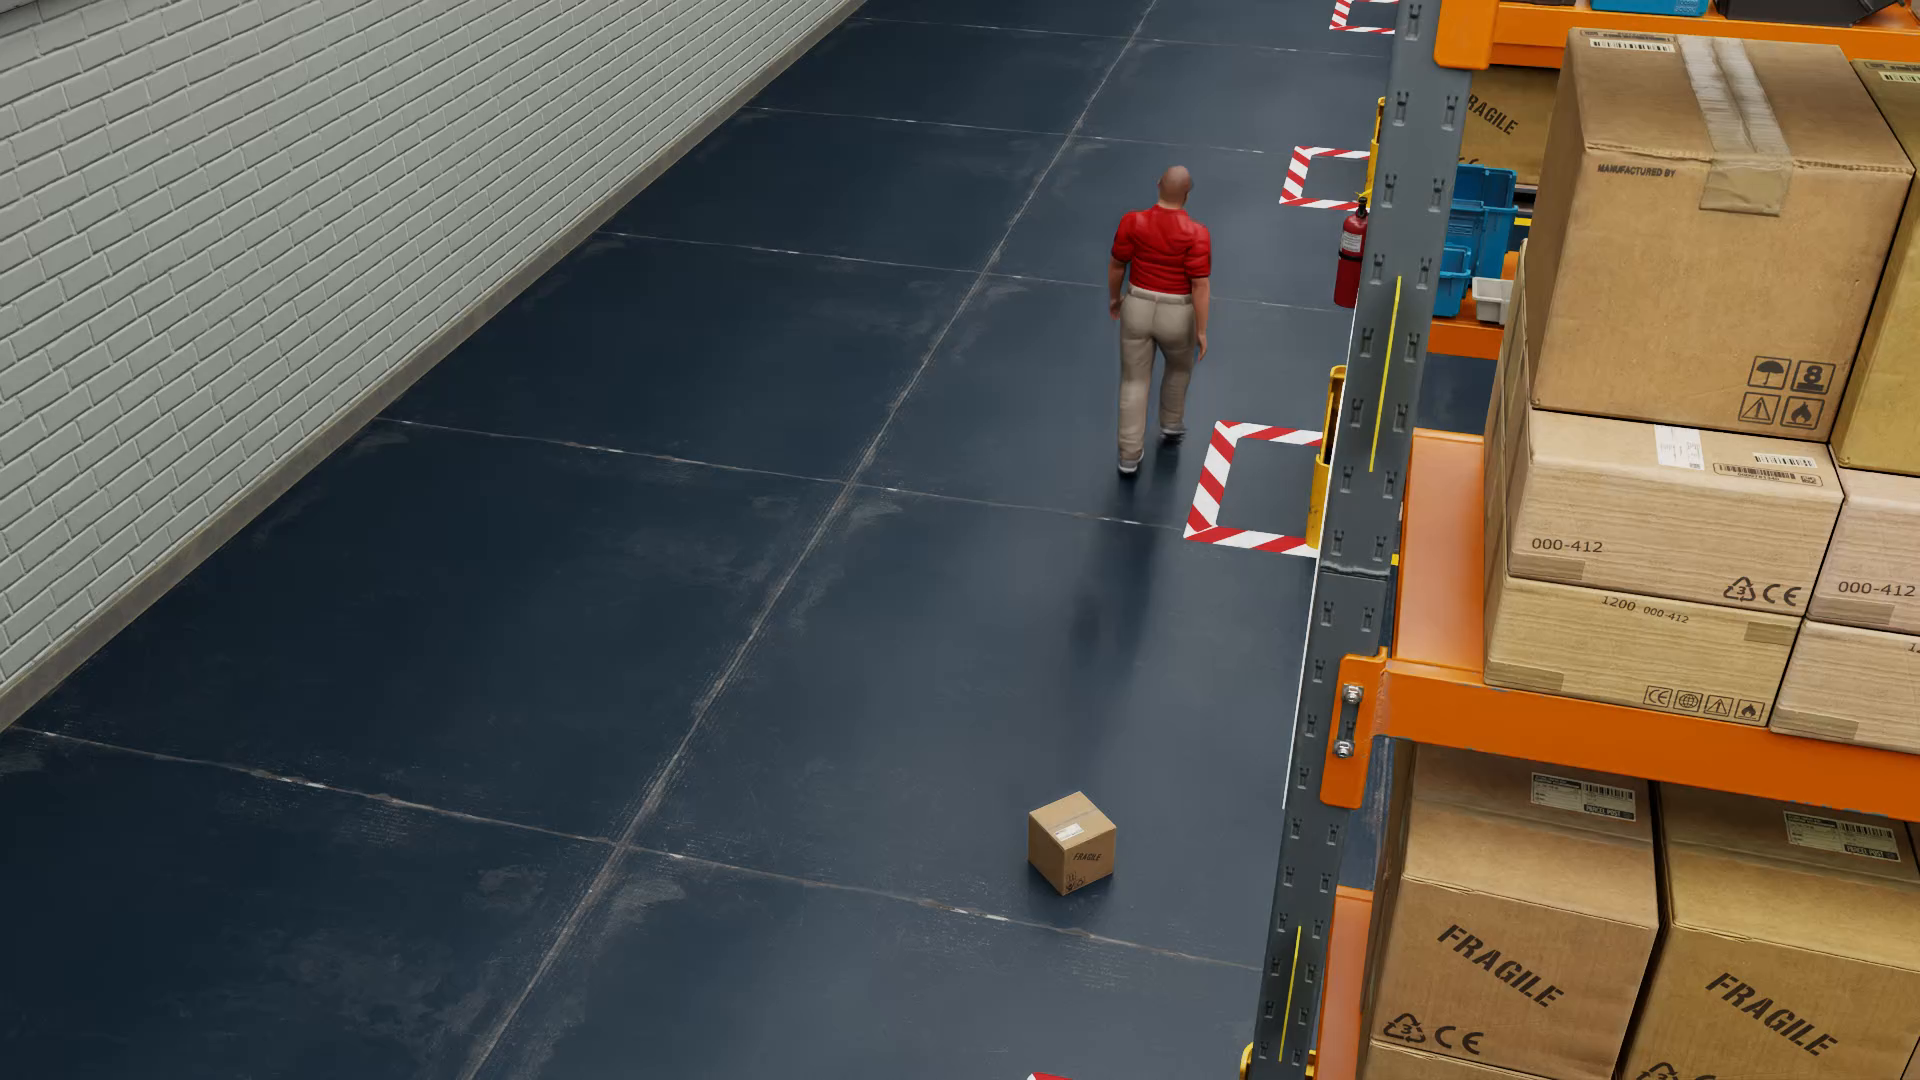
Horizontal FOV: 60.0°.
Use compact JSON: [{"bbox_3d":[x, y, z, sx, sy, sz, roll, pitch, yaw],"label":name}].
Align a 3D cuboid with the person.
[{"bbox_3d":[1.080,-1.218,9.036,0.413,1.544,0.652,9,34,14],"label":"person"}]
